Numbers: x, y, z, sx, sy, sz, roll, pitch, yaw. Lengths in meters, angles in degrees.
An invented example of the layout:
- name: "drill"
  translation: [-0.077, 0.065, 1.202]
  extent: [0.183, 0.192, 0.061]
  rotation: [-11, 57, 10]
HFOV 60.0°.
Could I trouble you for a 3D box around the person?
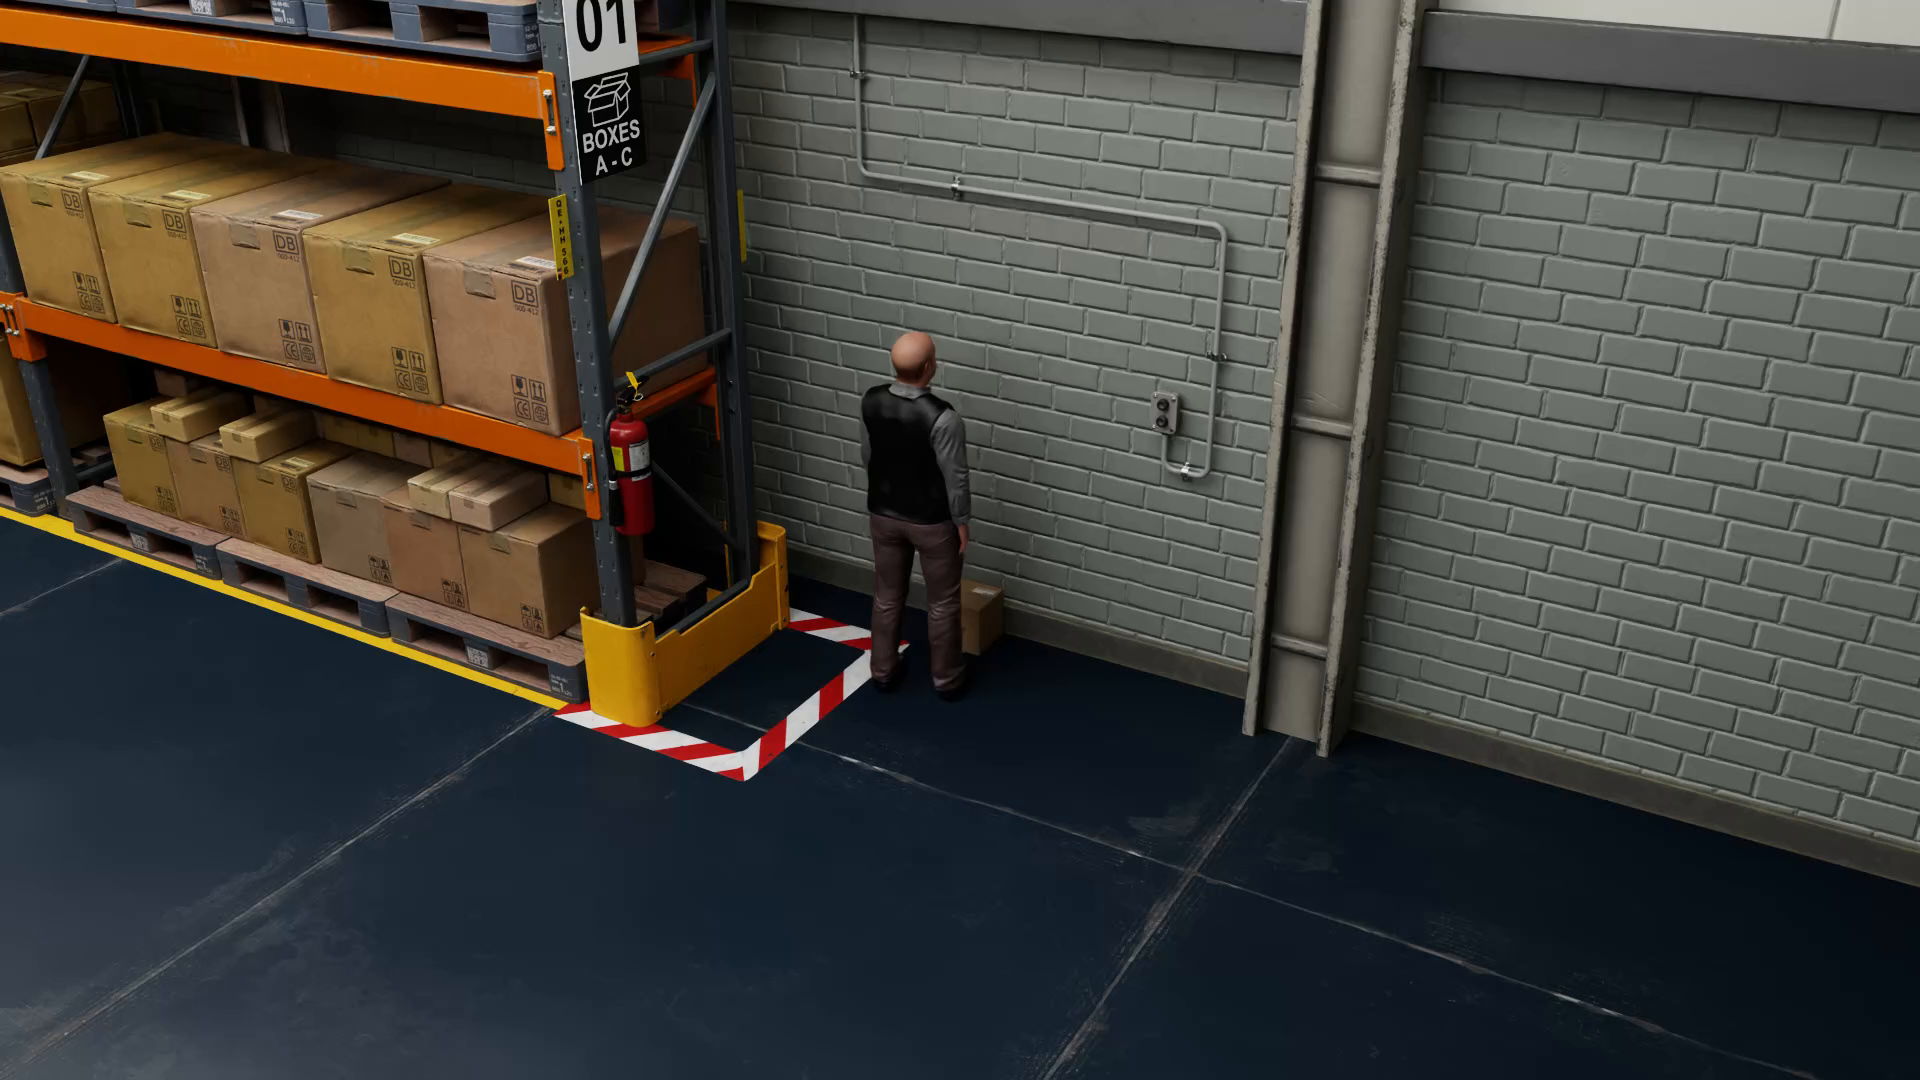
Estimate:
- name: "person"
  translation: [-0.171, -0.073, 7.364]
  extent: [0.537, 1.646, 0.399]
  rotation: [13, 29, 25]
